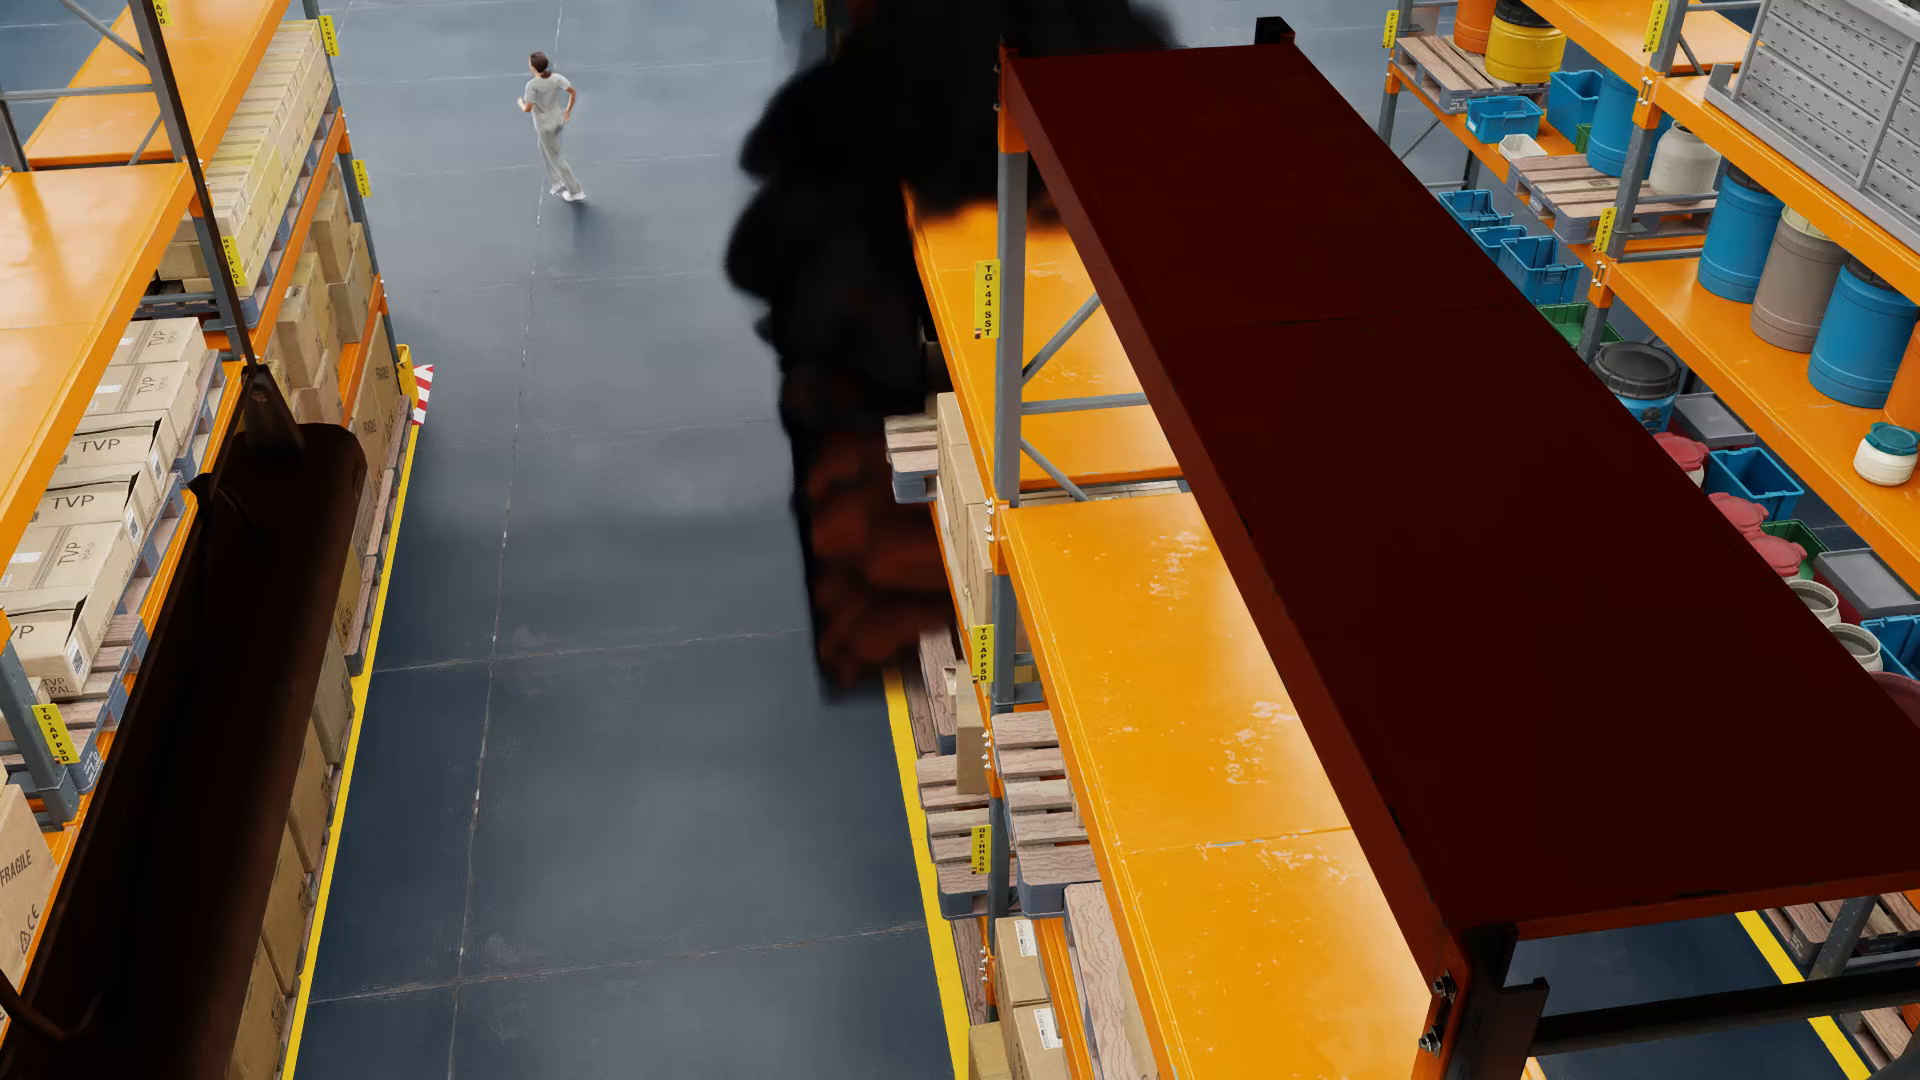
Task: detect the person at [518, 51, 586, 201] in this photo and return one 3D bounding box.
[{"bbox_3d":[-4.475,-4.484,18.171,0.747,1.721,0.553,19,40,24],"label":"person"}]
